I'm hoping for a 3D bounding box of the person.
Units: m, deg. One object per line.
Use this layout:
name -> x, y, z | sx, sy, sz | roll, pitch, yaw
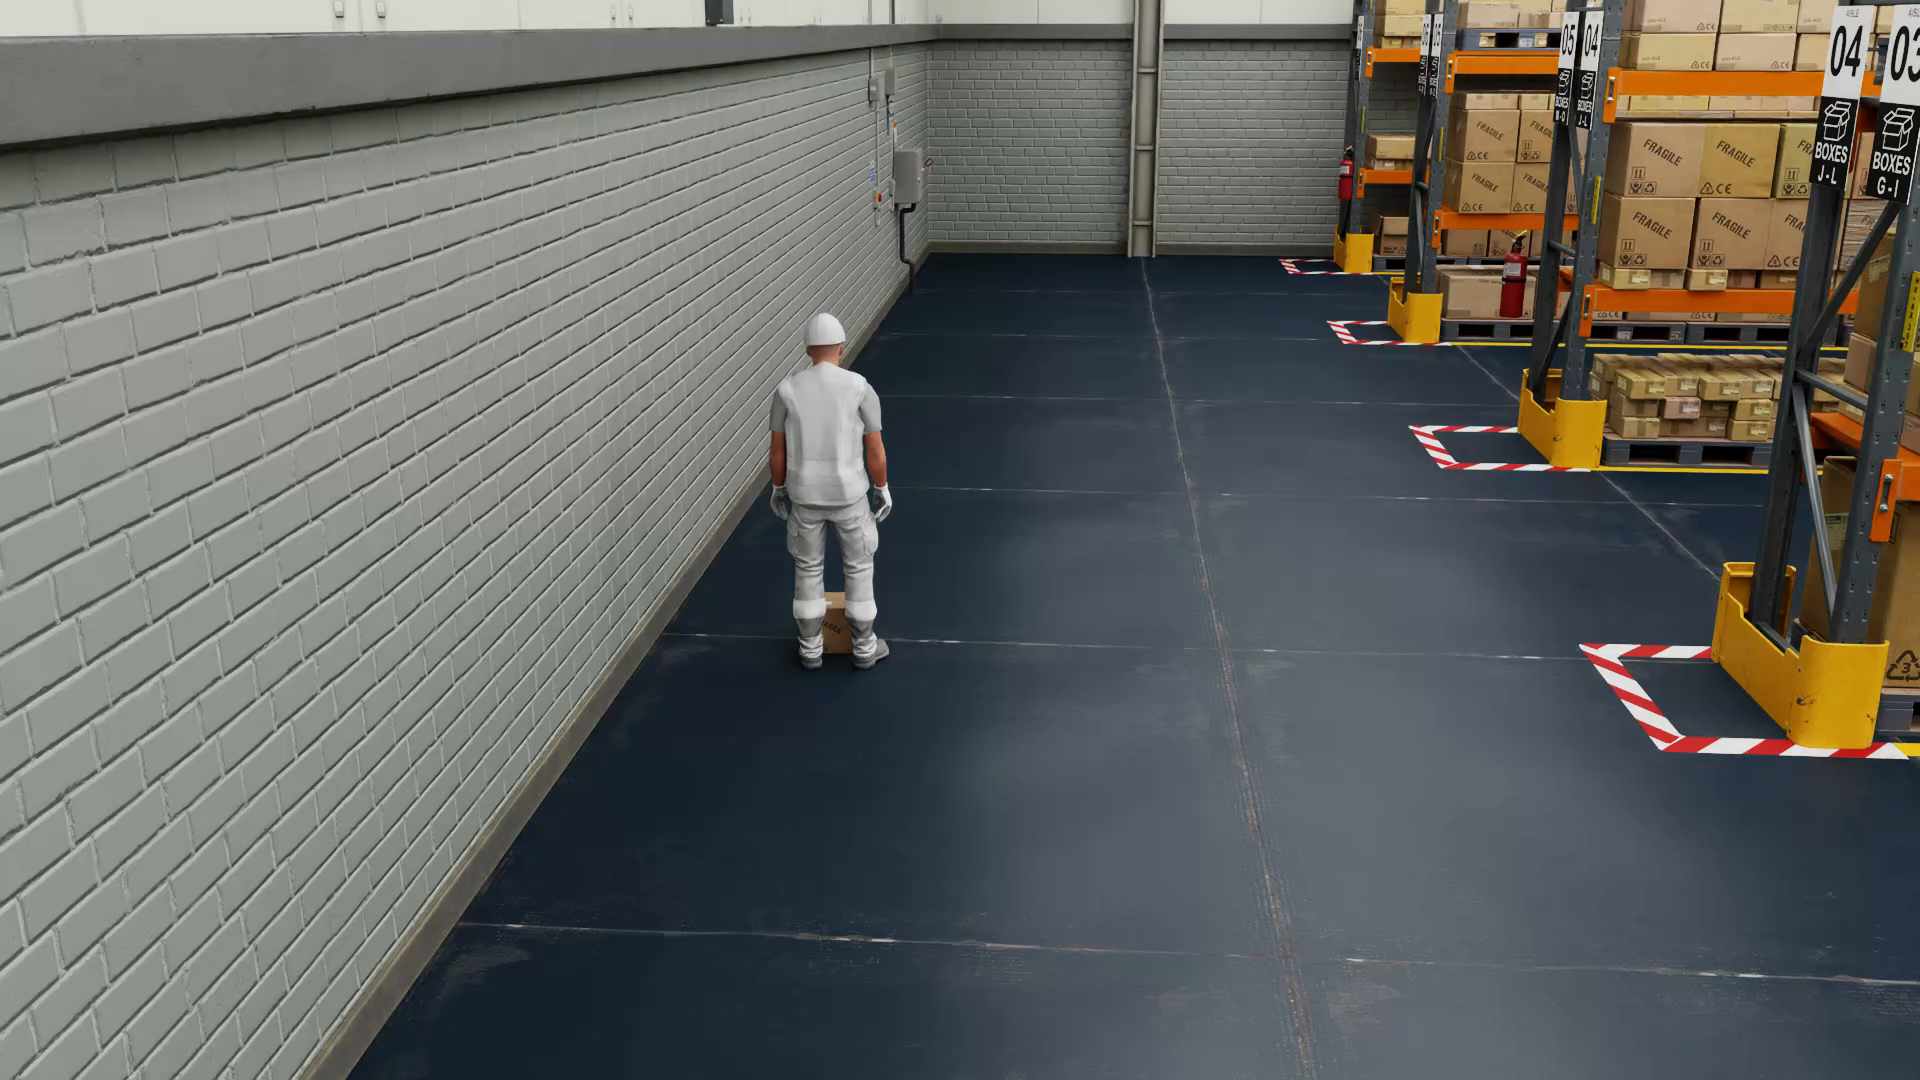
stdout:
person -> -0.644, -0.229, 8.256 | 0.609, 1.780, 0.448 | 1, 17, 4
